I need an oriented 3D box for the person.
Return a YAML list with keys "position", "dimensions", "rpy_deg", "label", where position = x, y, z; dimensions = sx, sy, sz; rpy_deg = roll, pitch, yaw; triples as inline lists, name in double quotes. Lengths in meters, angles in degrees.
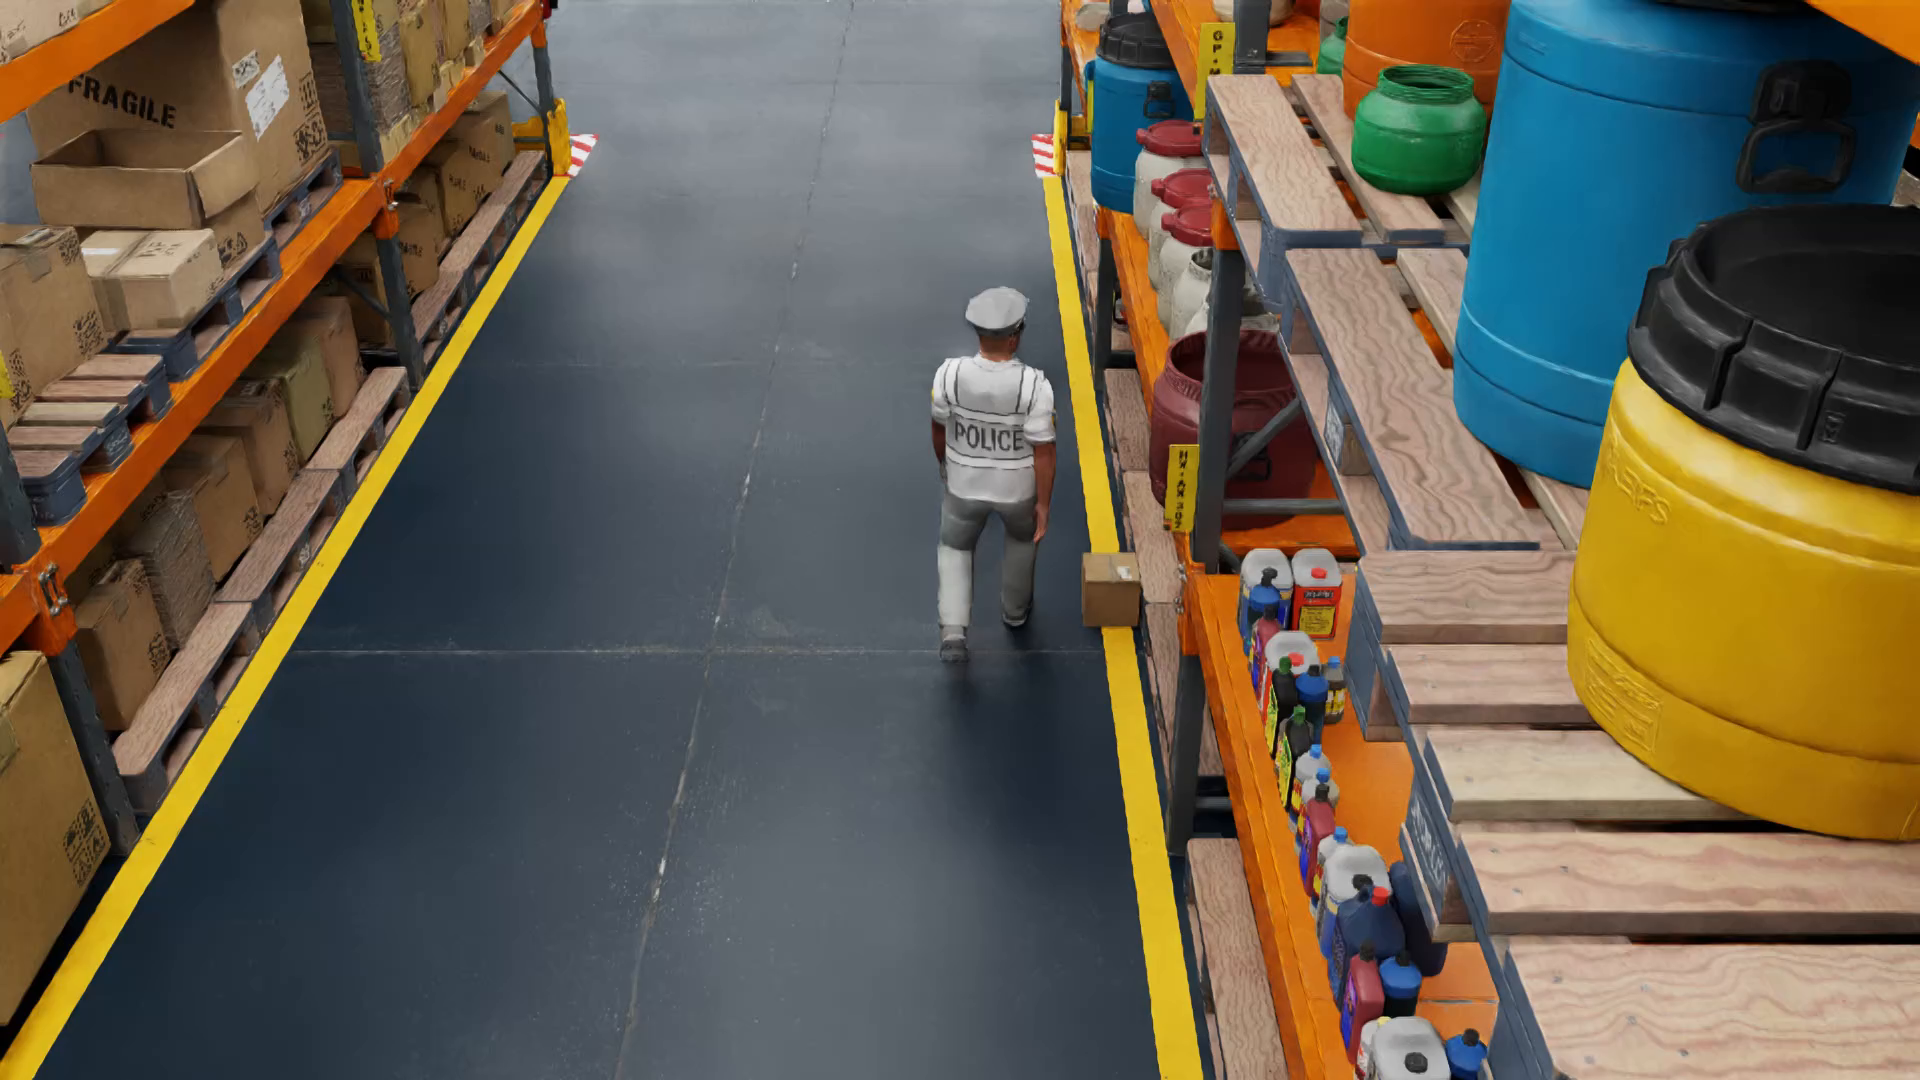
- position: [0.150, -0.282, 7.092]
  dimensions: [0.543, 1.721, 0.892]
  rpy_deg: [4, 32, 7]
  label: "person"
